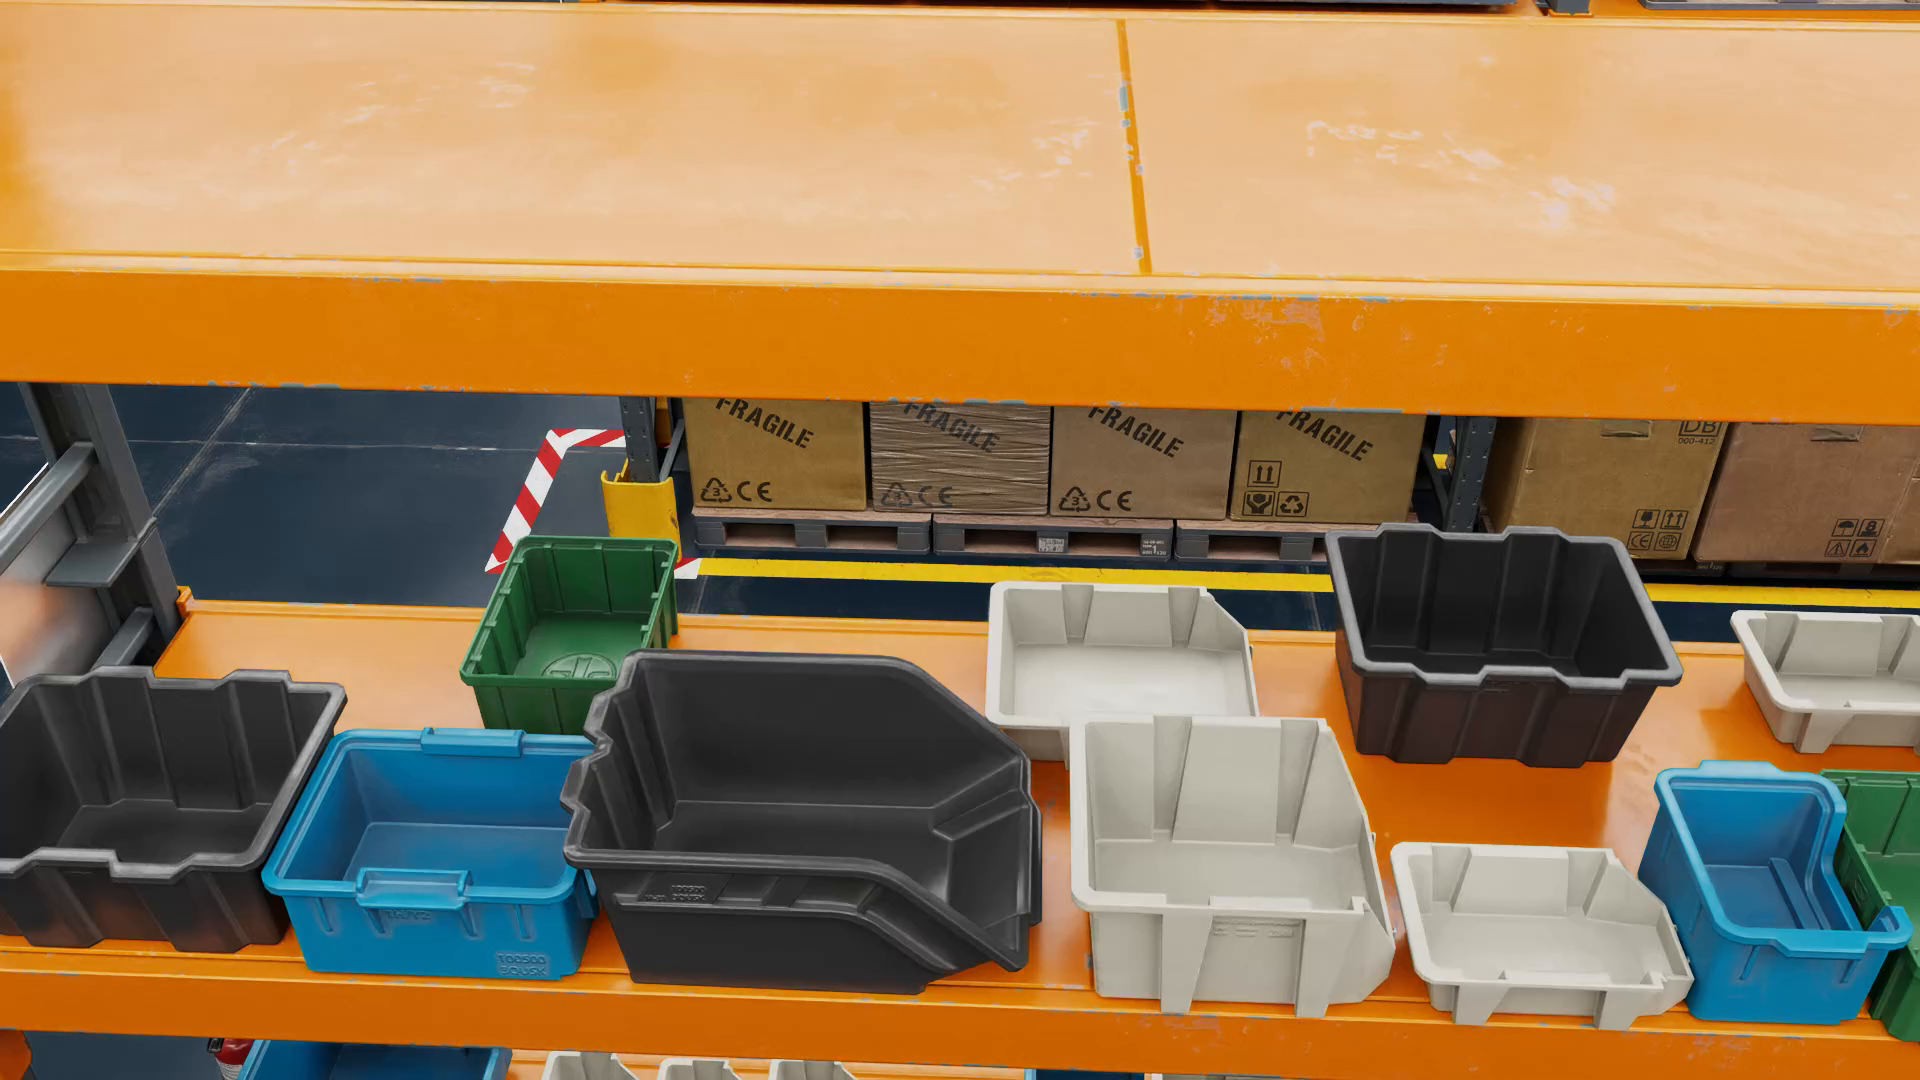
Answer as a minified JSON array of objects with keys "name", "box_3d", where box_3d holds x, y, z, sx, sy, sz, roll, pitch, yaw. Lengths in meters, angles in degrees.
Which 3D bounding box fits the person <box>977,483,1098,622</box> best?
[{"name":"person","box_3d":[0.292,0.540,6.366,0.464,1.675,0.475,1,36,1]}]
